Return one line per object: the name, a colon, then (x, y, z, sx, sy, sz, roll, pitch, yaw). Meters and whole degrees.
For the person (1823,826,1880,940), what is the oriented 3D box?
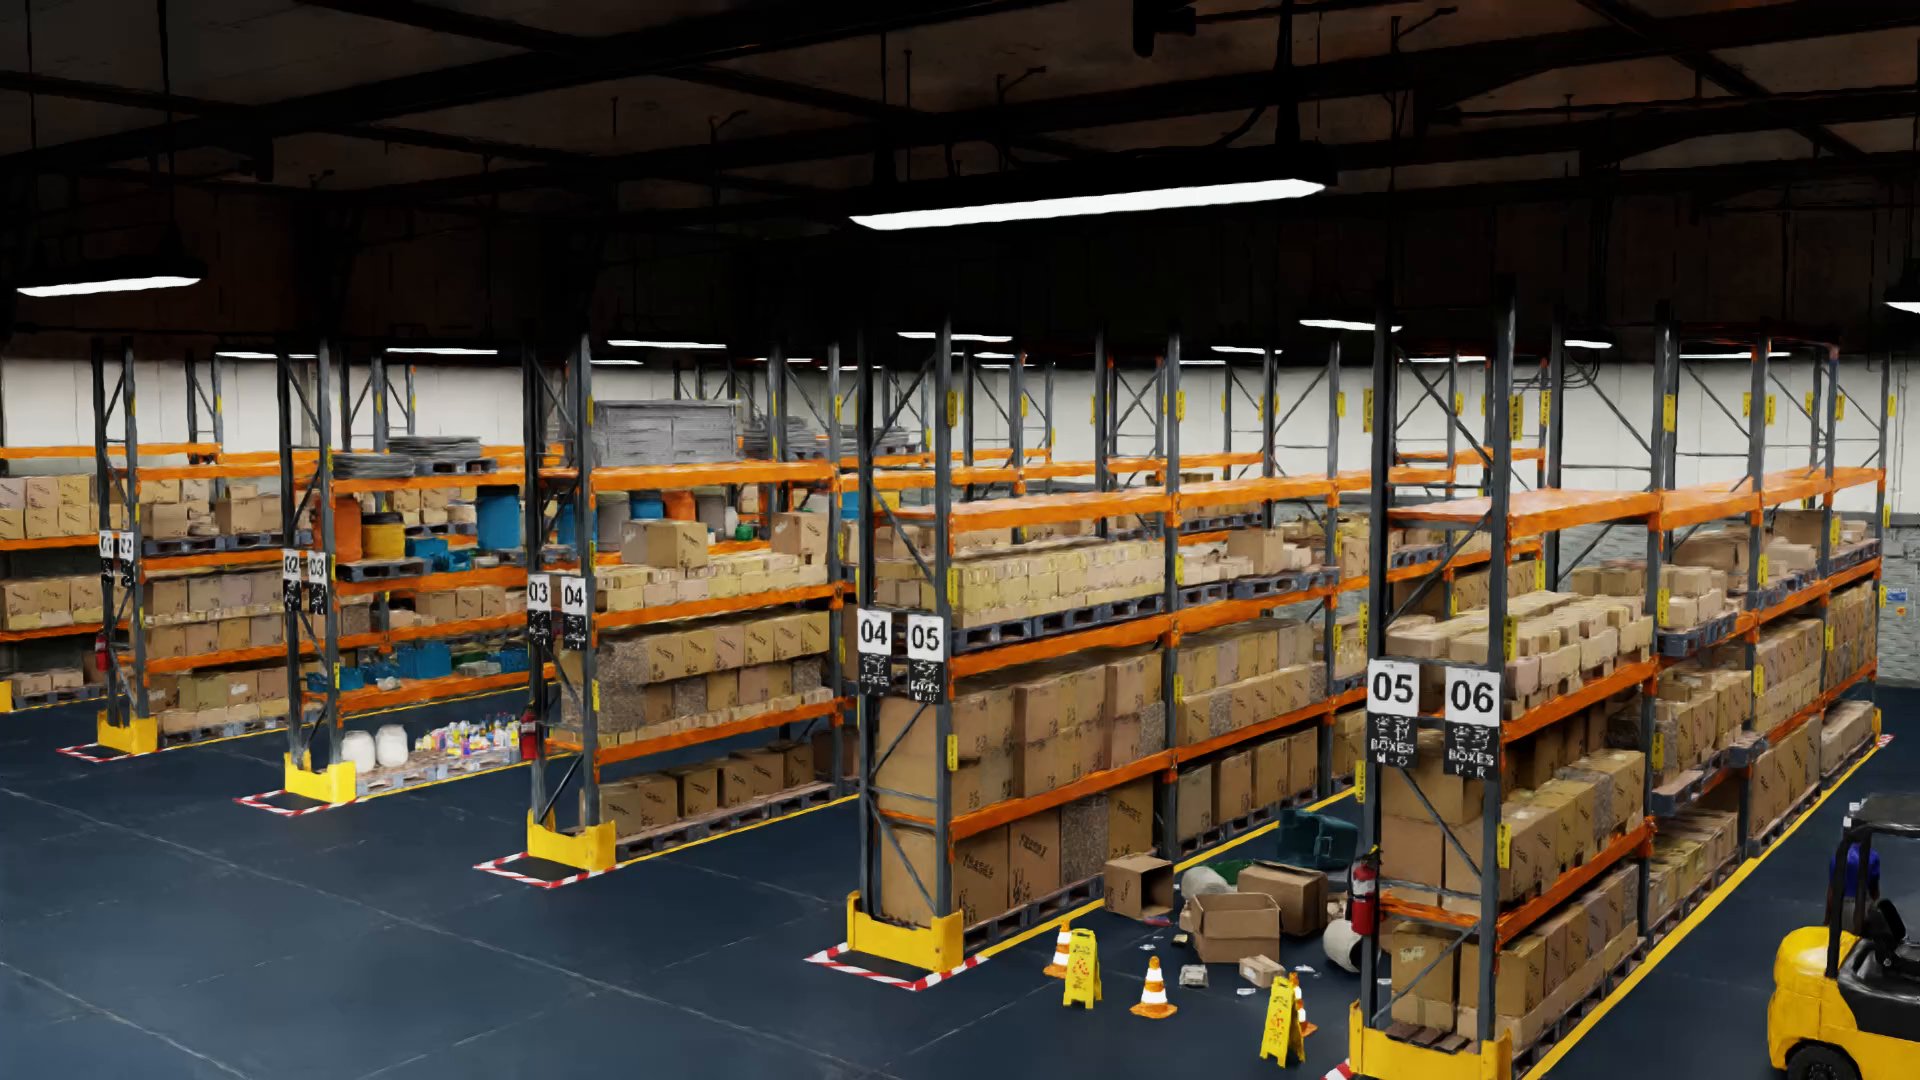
person: (7.414, 3.128, 13.864, 0.574, 1.642, 0.549, -2, 5, -22)

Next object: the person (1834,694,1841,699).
person: (13.642, 2.074, 26.042, 0.537, 1.665, 0.616, 1, 5, 13)
